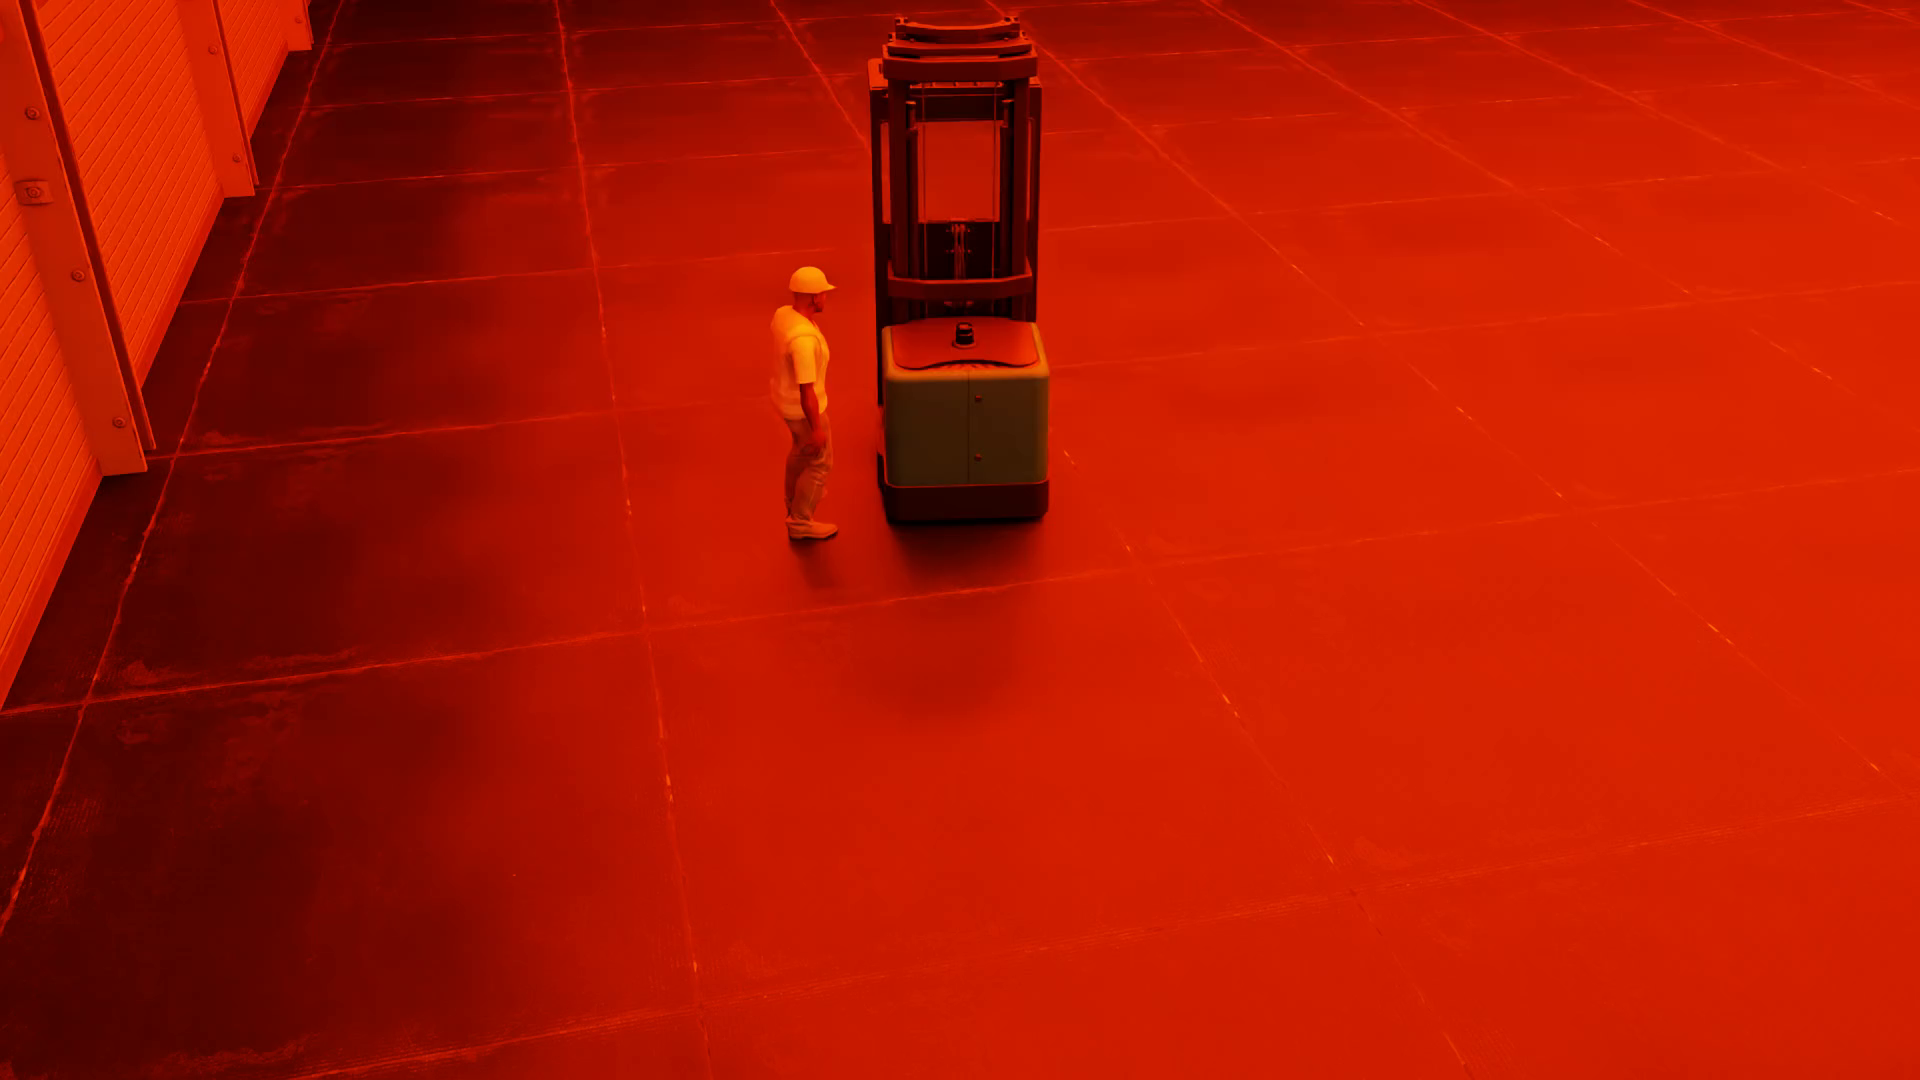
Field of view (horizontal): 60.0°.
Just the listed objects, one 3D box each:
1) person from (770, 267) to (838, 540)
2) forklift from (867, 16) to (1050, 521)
[{"bbox_3d":[-0.941,-0.853,10.238,0.413,1.740,0.816,-11,32,-19],"label":"person"},{"bbox_3d":[-0.044,-2.100,11.202,1.130,2.935,3.031,-2,30,-3],"label":"forklift"}]
